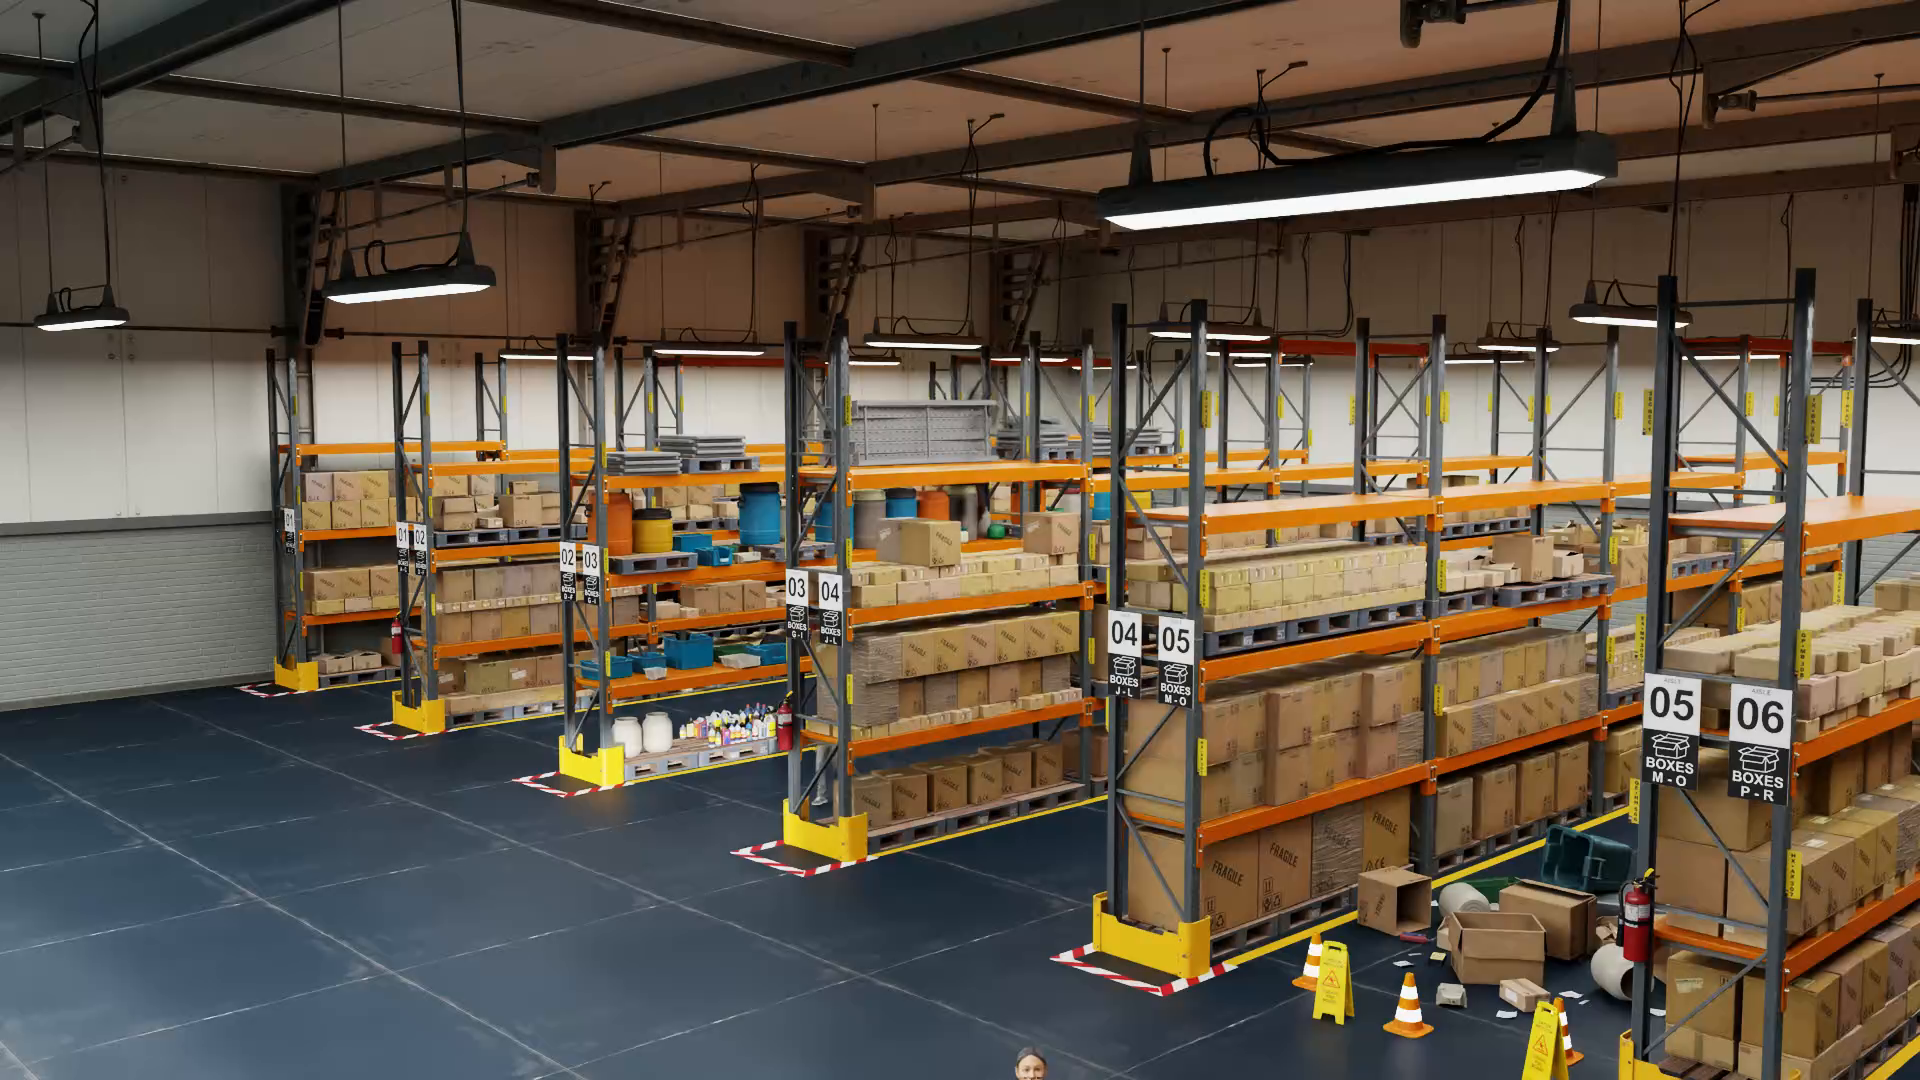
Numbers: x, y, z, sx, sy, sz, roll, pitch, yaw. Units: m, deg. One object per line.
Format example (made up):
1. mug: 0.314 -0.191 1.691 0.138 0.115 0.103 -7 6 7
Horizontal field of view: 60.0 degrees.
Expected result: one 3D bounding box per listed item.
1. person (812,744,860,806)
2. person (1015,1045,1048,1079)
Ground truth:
1. person: -1.615 2.548 21.155 0.548 1.568 0.805 4 6 36
2. person: 0.389 3.578 9.129 0.602 1.597 0.565 0 5 -4
